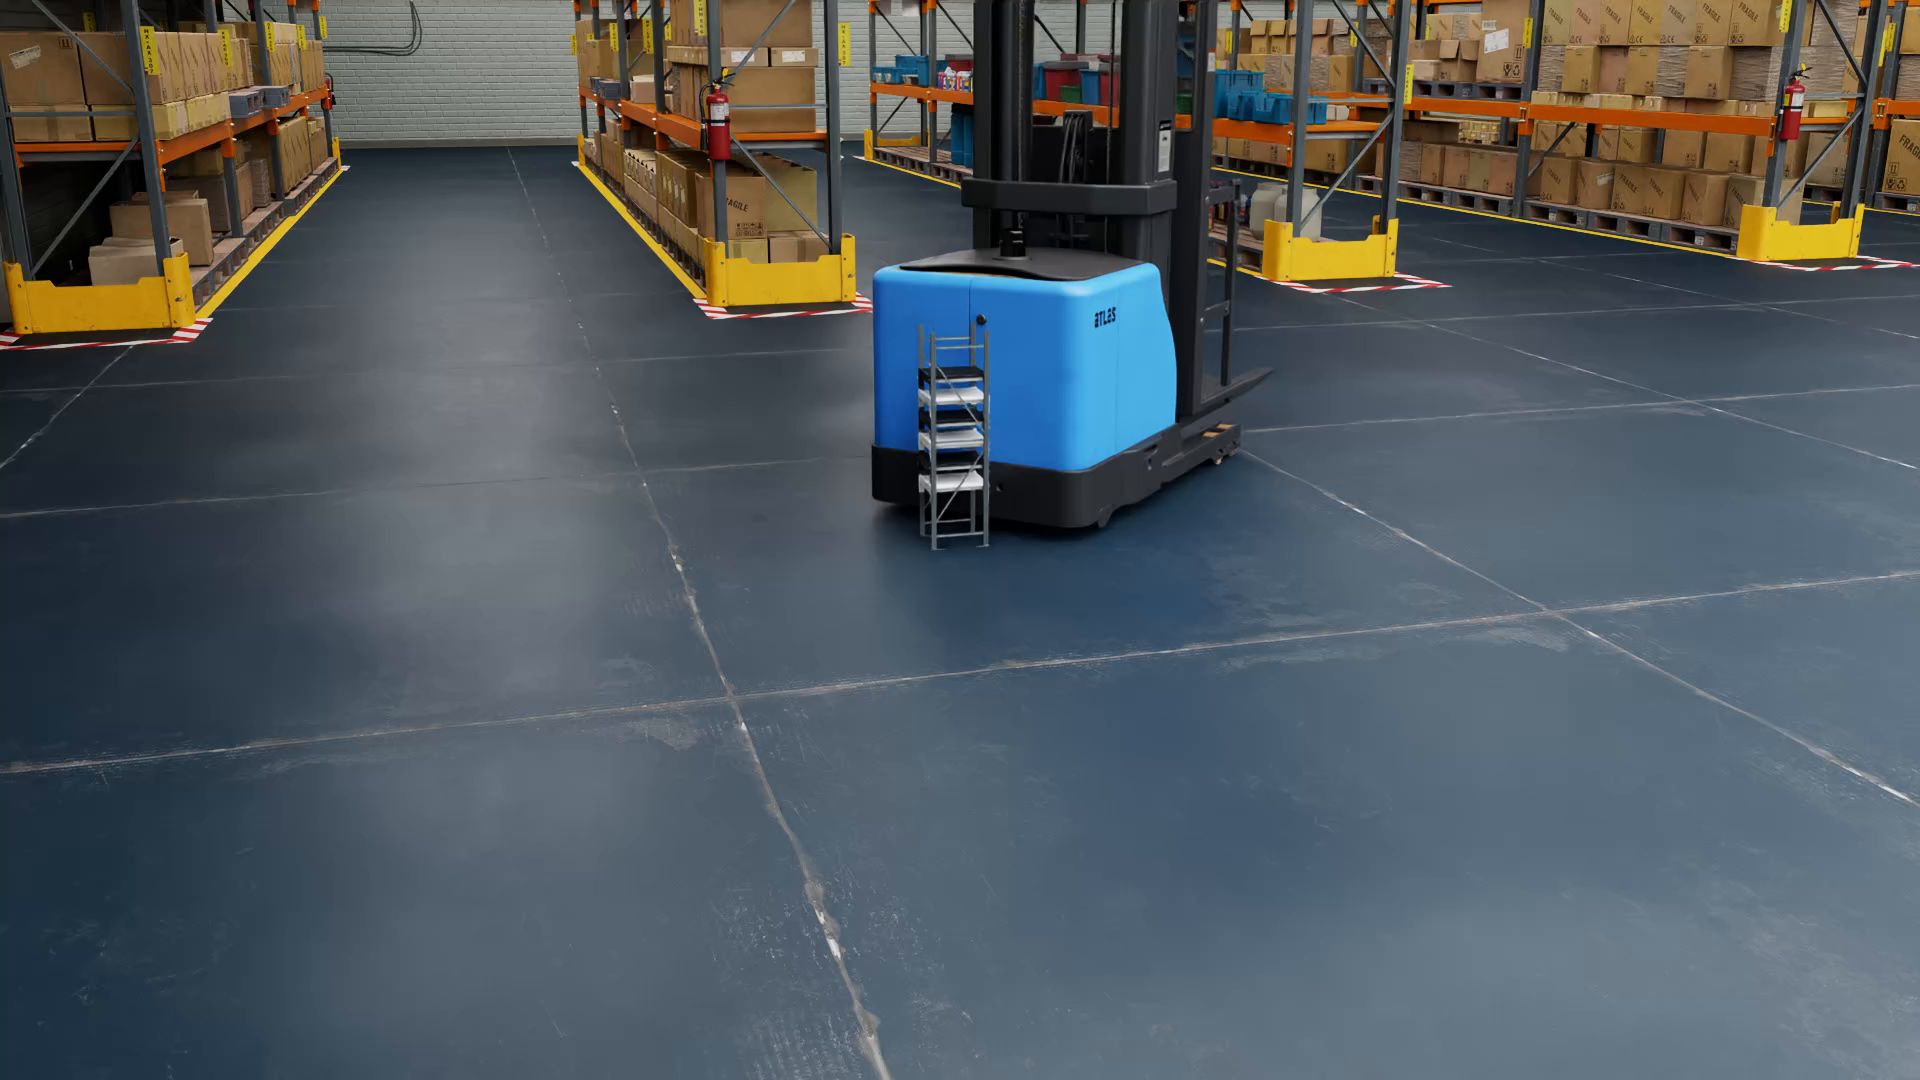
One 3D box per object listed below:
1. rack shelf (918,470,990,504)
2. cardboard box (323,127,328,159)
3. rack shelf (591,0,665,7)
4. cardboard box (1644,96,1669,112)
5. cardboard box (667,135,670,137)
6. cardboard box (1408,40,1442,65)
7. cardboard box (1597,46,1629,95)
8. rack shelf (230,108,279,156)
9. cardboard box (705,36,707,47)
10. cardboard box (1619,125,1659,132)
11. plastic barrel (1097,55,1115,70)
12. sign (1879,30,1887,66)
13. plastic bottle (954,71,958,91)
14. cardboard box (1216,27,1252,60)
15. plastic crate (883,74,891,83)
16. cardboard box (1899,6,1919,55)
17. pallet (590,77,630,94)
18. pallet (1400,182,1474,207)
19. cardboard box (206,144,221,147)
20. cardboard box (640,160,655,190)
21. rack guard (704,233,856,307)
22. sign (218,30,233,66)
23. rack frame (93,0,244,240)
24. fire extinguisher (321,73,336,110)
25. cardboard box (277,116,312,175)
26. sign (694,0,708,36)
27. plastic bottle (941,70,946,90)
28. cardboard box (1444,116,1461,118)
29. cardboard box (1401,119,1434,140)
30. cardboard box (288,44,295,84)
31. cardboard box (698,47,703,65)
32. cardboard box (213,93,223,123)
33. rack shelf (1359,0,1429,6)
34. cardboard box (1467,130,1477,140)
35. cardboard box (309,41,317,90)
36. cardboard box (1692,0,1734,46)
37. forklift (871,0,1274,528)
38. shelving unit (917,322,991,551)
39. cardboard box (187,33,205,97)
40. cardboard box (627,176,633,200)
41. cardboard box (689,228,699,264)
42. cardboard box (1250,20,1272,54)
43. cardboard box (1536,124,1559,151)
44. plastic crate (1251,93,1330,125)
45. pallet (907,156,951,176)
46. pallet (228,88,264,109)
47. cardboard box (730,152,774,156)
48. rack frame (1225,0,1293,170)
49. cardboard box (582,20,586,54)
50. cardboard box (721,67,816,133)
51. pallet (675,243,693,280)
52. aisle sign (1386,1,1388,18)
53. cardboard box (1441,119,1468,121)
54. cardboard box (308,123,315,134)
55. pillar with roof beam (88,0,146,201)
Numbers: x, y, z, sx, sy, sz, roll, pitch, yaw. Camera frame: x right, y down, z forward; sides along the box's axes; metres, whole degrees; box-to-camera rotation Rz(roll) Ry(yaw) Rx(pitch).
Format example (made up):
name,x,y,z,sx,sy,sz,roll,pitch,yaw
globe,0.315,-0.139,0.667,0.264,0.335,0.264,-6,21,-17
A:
name,x,y,z,sx,sy,sz,roll,pitch,yaw
rack shelf,-0.026,-0.218,6.855,0.258,0.077,0.200,-4,17,-14
cardboard box,-10.309,-6.215,26.042,0.700,0.500,0.500,-5,17,-15
rack shelf,-4.186,-7.222,21.816,1.077,0.370,4.000,-5,17,-15
cardboard box,7.298,-4.494,17.137,0.380,0.149,0.250,-5,17,-15
cardboard box,-4.197,-5.445,23.445,0.500,0.500,0.500,-5,17,-15
cardboard box,6.325,-6.315,21.857,0.700,0.500,0.500,-2,17,-7
cardboard box,7.390,-5.042,17.831,0.875,0.500,0.500,-5,17,-15
rack shelf,-7.849,-4.286,17.256,1.077,0.370,4.000,-5,17,-15
cardboard box,-1.719,-4.322,13.699,0.700,0.500,0.500,-5,17,-17
cardboard box,10.246,-6.254,24.870,0.500,0.250,0.500,-5,17,-17
plastic barrel,1.853,-5.530,19.912,0.433,0.535,0.433,0,17,0
sign,8.609,-4.603,15.557,0.100,0.325,0.005,-5,17,-15
plastic bottle,-0.038,-6.637,24.035,0.061,0.283,0.133,-5,17,-15
cardboard box,4.406,-8.001,26.813,0.500,0.500,0.500,-4,17,-14
plastic crate,-1.125,-7.705,27.742,0.250,0.136,0.298,-5,17,-15
cardboard box,11.853,-6.100,19.909,0.875,0.550,0.550,-5,17,-15
pallet,-4.621,-6.361,23.248,1.003,0.211,1.213,-5,17,-15
pallet,6.434,-4.470,21.466,1.003,0.211,1.213,-5,17,-15
cardboard box,-7.789,-3.917,17.056,0.500,0.250,0.500,-5,17,-17
cardboard box,-3.208,-3.994,18.108,0.500,0.311,0.500,-5,17,-15
rack guard,-1.432,-2.160,13.273,1.175,0.500,0.348,-5,17,-15
sign,-6.780,-4.537,15.337,0.100,0.325,0.005,-5,17,-15
rack frame,-7.299,-4.077,15.311,1.000,3.000,0.127,-5,17,-15
fire extinguisher,-10.195,-7.259,26.687,0.296,0.674,0.183,-5,17,-15
cardboard box,-9.194,-5.292,22.363,0.750,0.750,0.750,-4,17,-15
sign,-1.964,-3.992,12.604,0.100,0.325,0.005,-5,17,-15
plastic bottle,-0.245,-6.845,24.730,0.061,0.283,0.133,-5,17,-15
cardboard box,9.094,-7.717,30.622,0.380,0.149,0.250,-5,18,-17
cardboard box,6.102,-5.548,22.485,0.500,0.250,0.500,-4,17,-13
cardboard box,-8.849,-6.102,21.327,0.500,0.500,0.500,-5,17,-15
cardboard box,-2.010,-4.098,14.079,0.380,0.149,0.250,-4,17,-14
cardboard box,-6.749,-3.769,14.513,0.500,0.250,0.500,-5,17,-15
rack shelf,6.439,-6.897,20.736,1.077,0.370,4.000,-5,17,-15
cardboard box,9.017,-7.016,28.803,0.380,0.149,0.250,-5,18,-17
cardboard box,-10.036,-6.988,24.480,0.980,0.700,0.700,-6,18,-18
cardboard box,7.556,-5.085,16.238,0.500,0.500,0.500,-5,17,-15
forklift,0.759,-1.827,7.940,1.130,2.935,3.031,9,19,27
shelving unit,-0.026,-0.423,6.794,0.258,0.900,0.210,-4,17,-14
cardboard box,-6.458,-3.846,13.465,0.500,0.500,0.500,-4,17,-14
cardboard box,-3.636,-4.153,19.615,0.500,0.250,0.500,-5,17,-17
cardboard box,-2.019,-2.510,14.144,0.500,0.250,0.500,-5,17,-15
cardboard box,4.973,-7.817,25.844,0.797,0.503,0.637,-5,17,-17
cardboard box,9.682,-6.461,26.864,0.500,0.500,0.500,-4,17,-13
plastic crate,2.900,-3.798,14.639,0.499,0.251,0.616,-5,17,-15
pallet,-0.212,-5.938,26.354,1.003,0.211,1.213,-5,17,-15
pallet,-7.815,-4.547,17.210,1.003,0.211,1.213,-5,17,-15
cardboard box,-2.074,-3.463,16.013,0.500,0.500,0.500,-5,17,-15
rack frame,4.790,-7.465,26.589,1.000,3.000,0.127,-5,17,-15
cardboard box,-5.543,-7.749,25.623,0.500,0.500,0.500,-5,17,-16
cardboard box,-1.554,-3.541,13.354,0.700,0.500,0.500,-5,17,-15
pallet,-2.020,-2.573,15.151,1.003,0.211,1.213,-5,17,-15
aisle sign,8.179,-10.177,31.099,0.394,0.787,0.004,-5,17,-15
cardboard box,8.846,-7.460,29.764,0.380,0.149,0.250,-5,17,-15
cardboard box,-9.524,-5.929,23.963,0.380,0.149,0.250,-4,17,-13
pillar with roof beam,-4.734,-7.969,17.840,9.100,9.000,0.400,-5,17,-15
